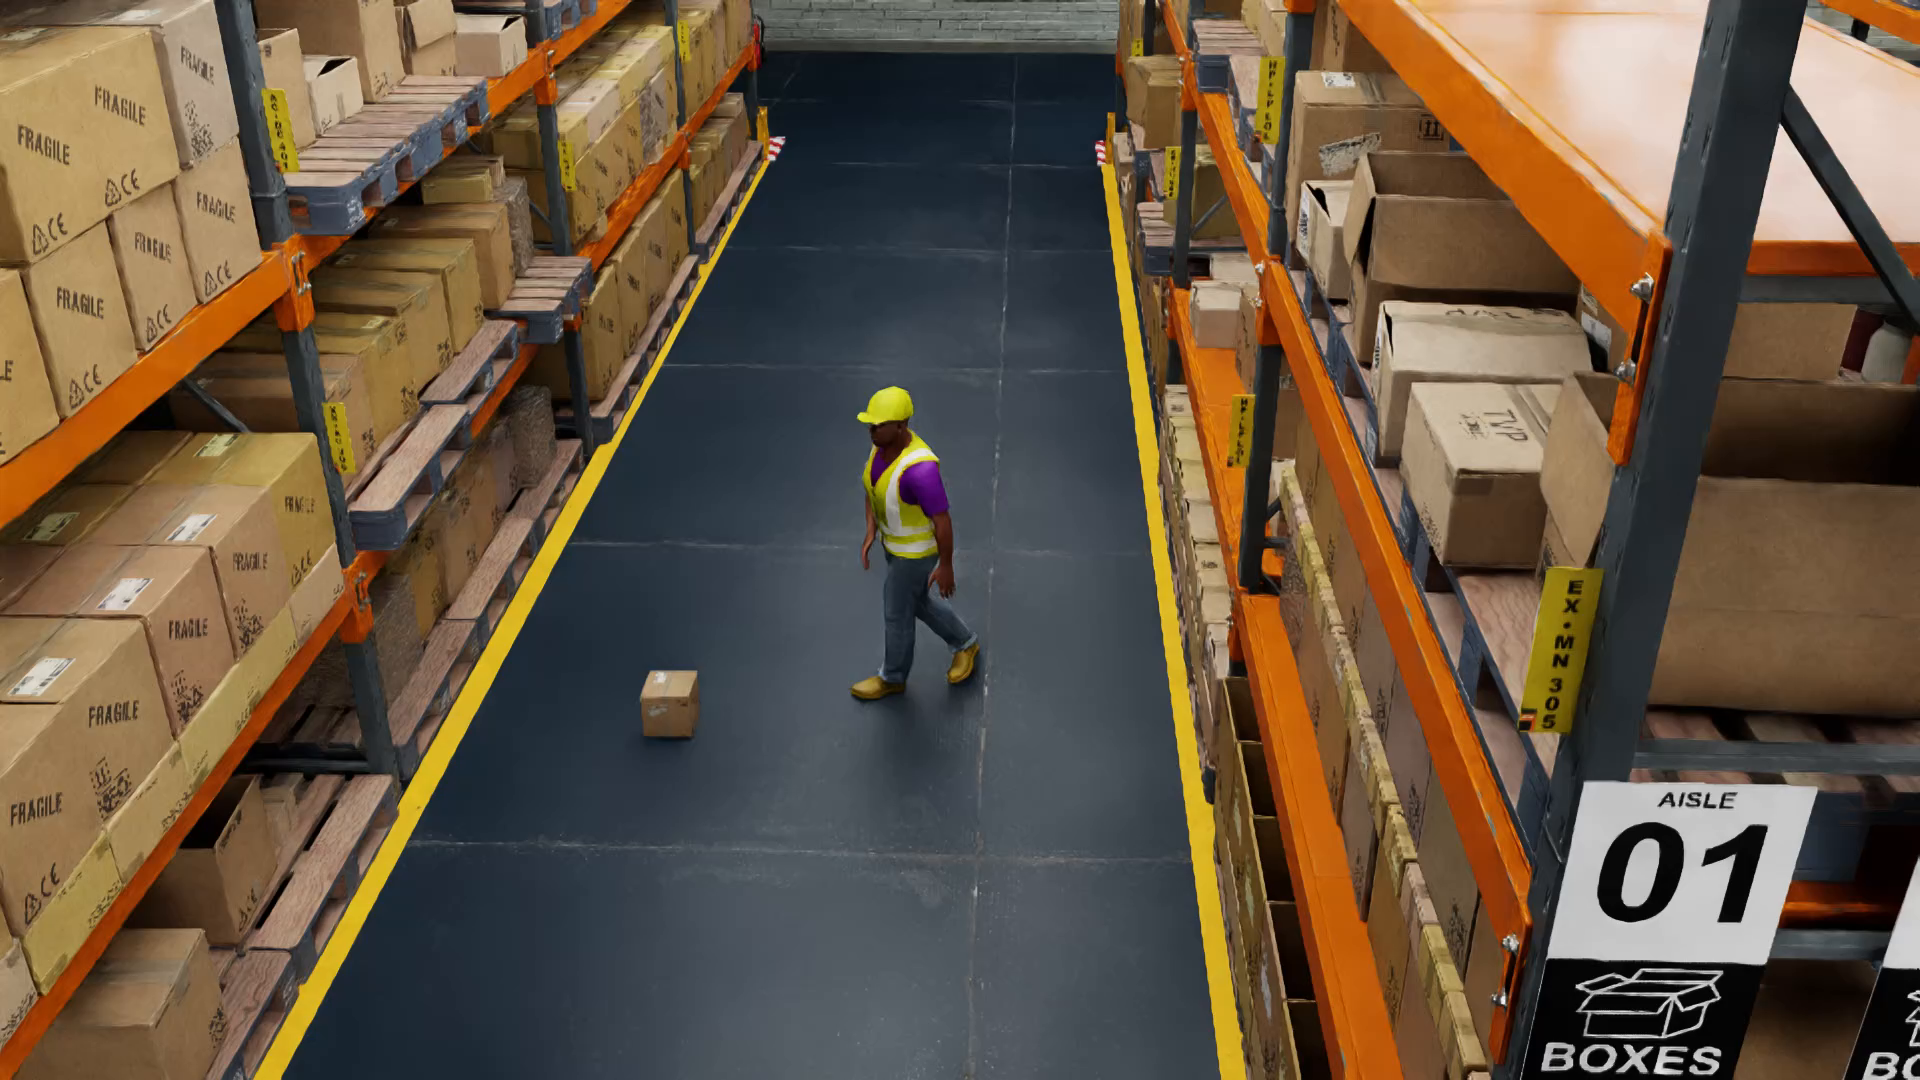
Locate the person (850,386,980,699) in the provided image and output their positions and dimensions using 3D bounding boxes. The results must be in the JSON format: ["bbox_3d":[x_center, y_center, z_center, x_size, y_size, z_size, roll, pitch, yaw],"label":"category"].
[{"bbox_3d":[-0.212,0.030,8.549,0.755,1.756,0.599,-10,29,-18],"label":"person"}]
